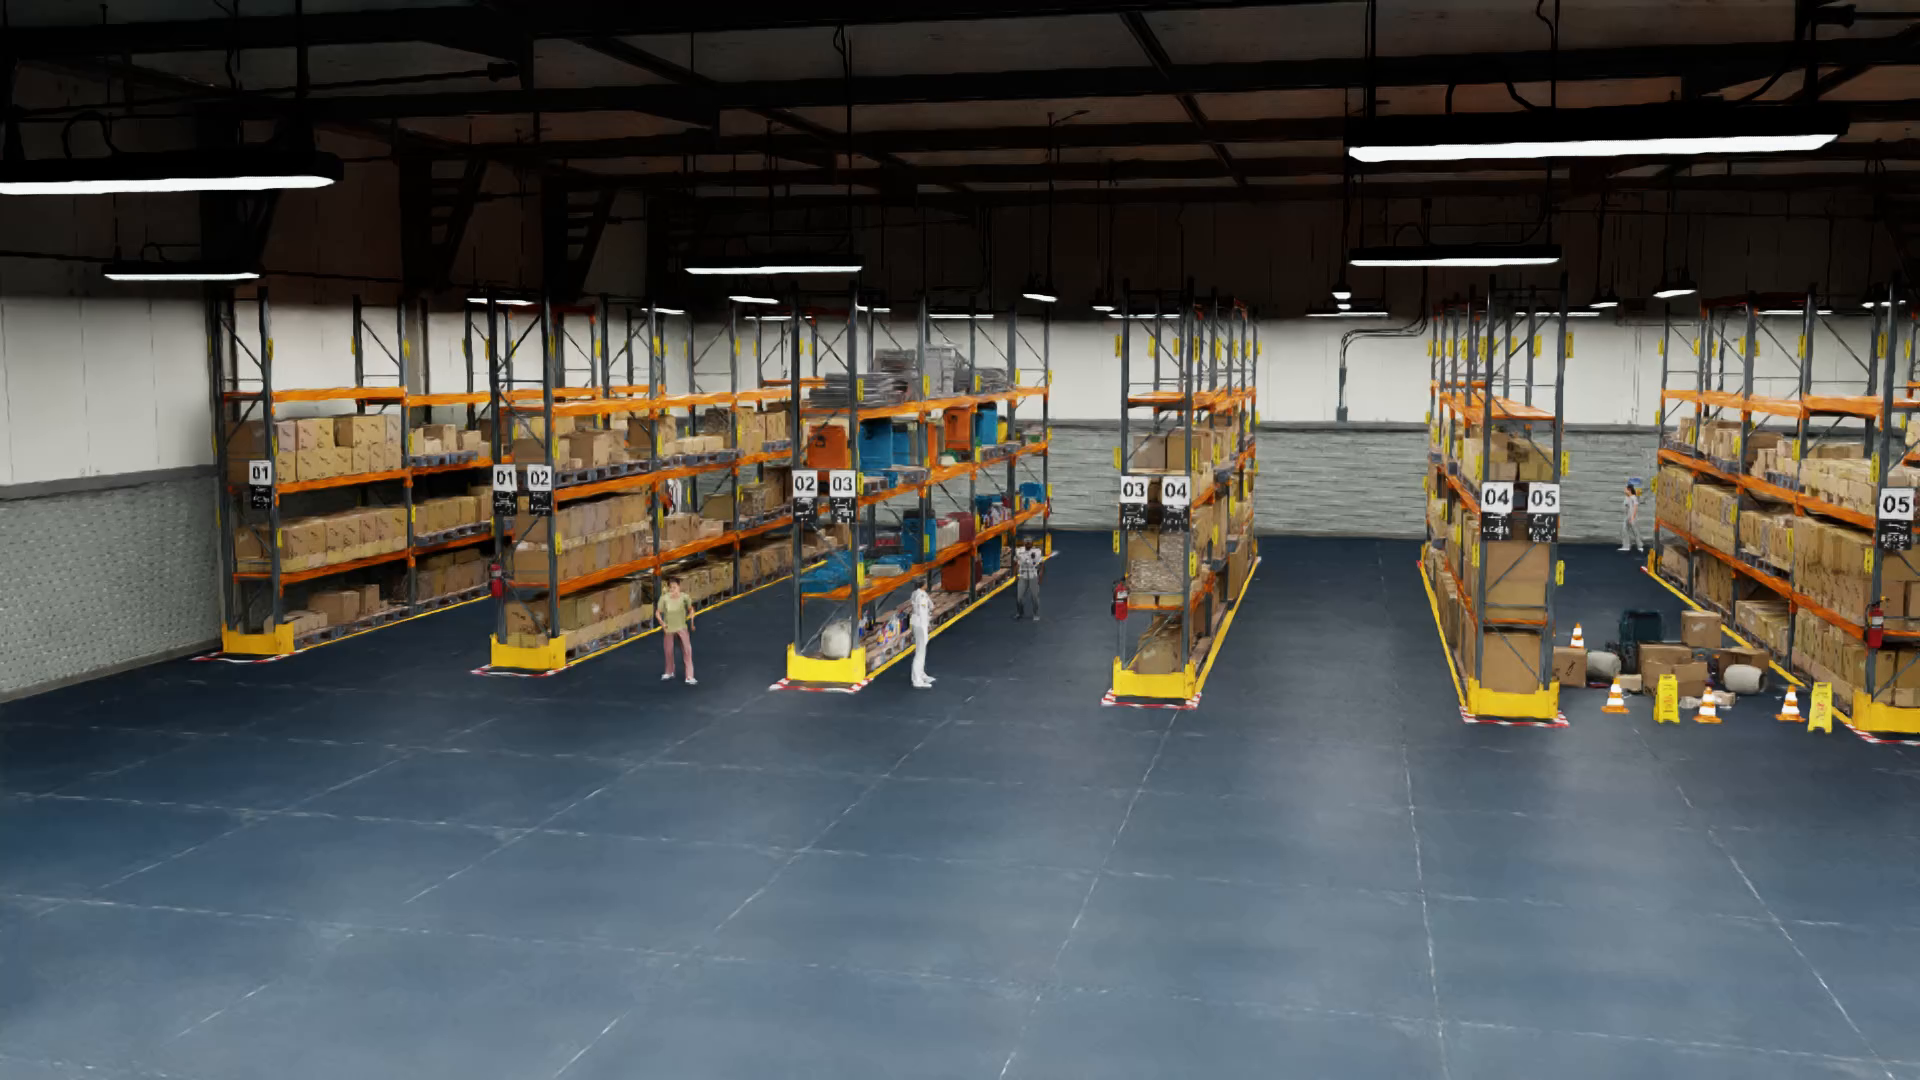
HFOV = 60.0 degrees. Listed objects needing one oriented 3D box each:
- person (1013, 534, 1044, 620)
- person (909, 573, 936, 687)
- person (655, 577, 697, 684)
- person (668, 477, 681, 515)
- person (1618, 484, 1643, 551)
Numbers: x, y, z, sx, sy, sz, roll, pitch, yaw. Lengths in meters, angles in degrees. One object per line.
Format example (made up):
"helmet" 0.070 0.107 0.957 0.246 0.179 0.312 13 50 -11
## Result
"person" 1.265 0.689 30.670 0.592 1.618 0.532 1 7 11
"person" -0.543 1.322 24.741 0.416 1.677 0.537 -2 7 -14
"person" -4.245 1.334 24.961 0.624 1.604 0.811 -1 7 -5
"person" -7.750 -0.998 44.479 0.532 1.770 0.759 6 9 43
"person" 16.658 -0.548 41.192 0.615 1.661 0.497 -2 7 -20
